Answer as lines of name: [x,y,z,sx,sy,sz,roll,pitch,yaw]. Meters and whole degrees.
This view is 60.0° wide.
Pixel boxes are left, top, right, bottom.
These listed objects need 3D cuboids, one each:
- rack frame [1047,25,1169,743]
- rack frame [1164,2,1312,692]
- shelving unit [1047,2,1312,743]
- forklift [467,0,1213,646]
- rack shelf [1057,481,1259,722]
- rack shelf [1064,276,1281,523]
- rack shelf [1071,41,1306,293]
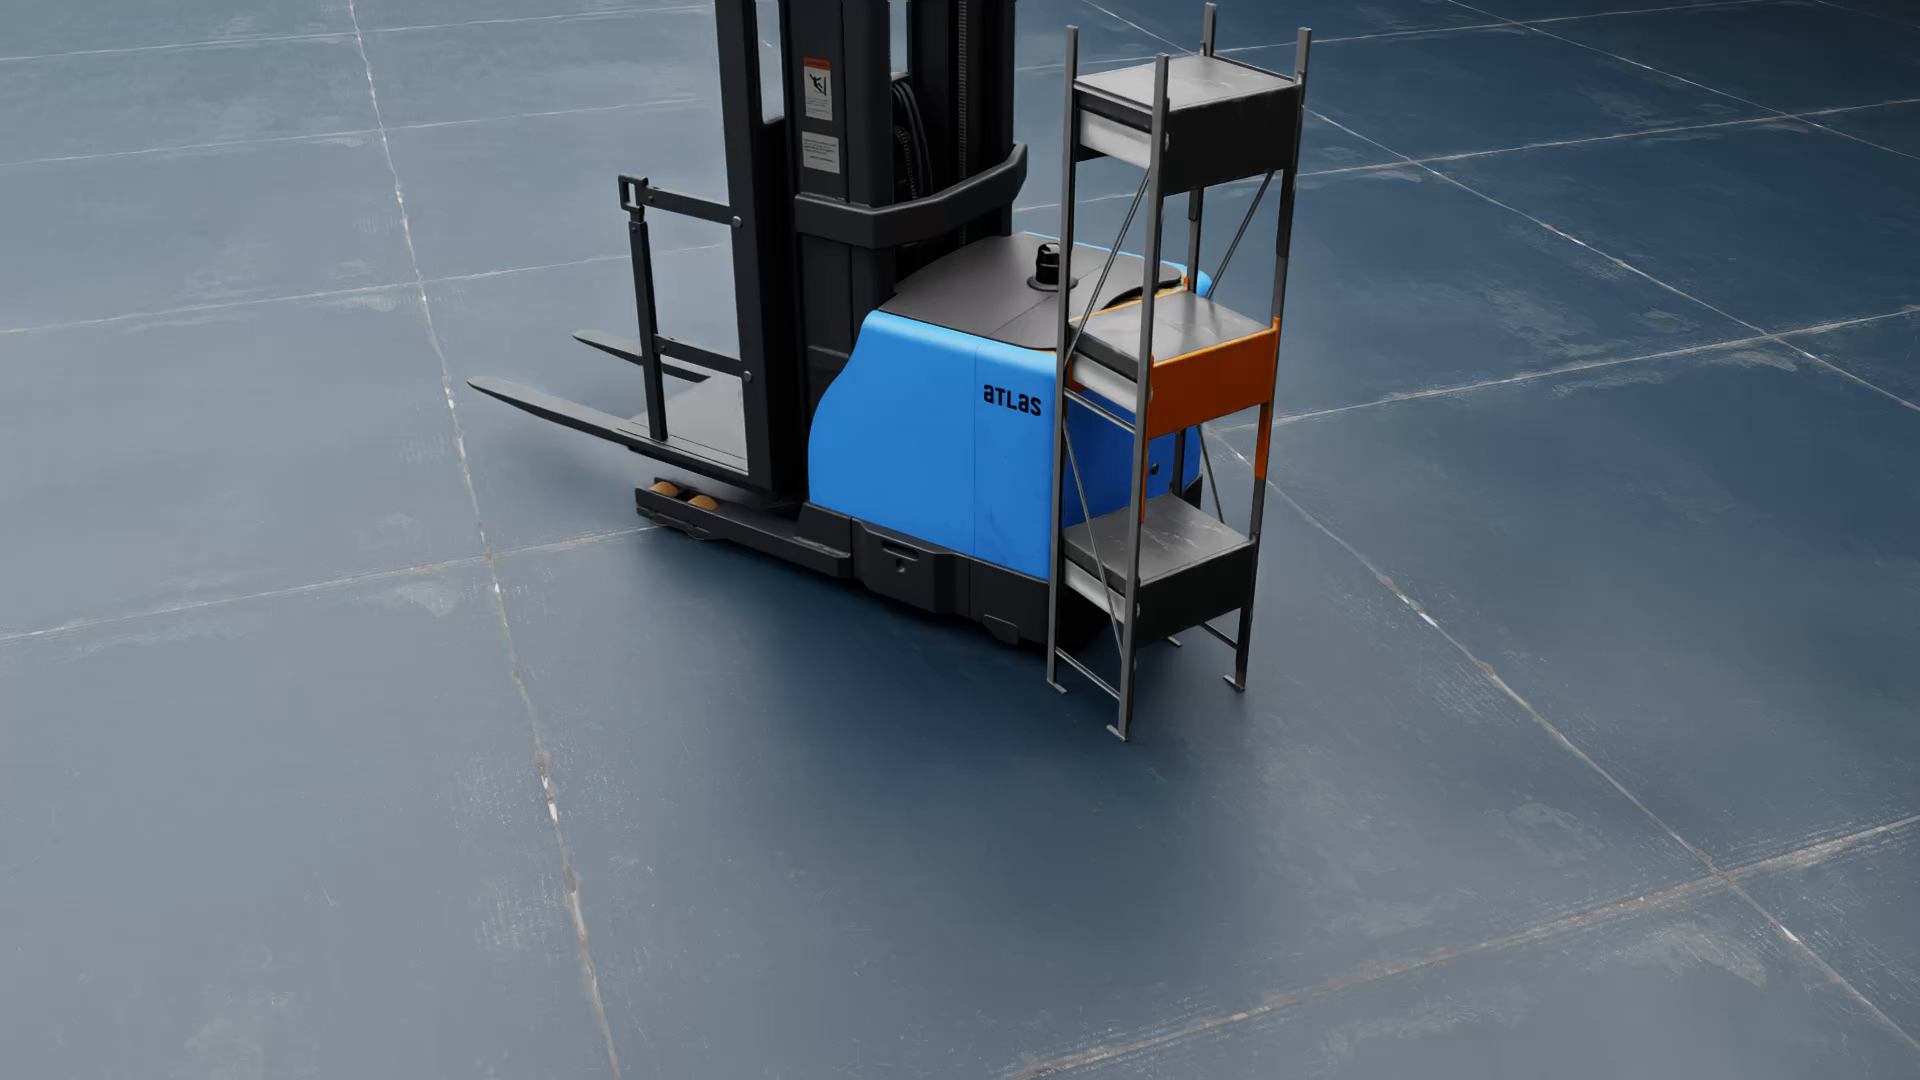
rack frame: [0.401,-0.367,4.773,0.015,2.100,0.400,-19,35,-29]
rack frame: [0.804,-0.504,5.012,0.015,2.100,0.400,-19,35,-29]
shelving unit: [0.602,-0.435,4.892,0.503,2.100,0.431,-19,35,-29]
forklift: [-0.625,-1.470,5.870,3.031,2.935,1.130,18,34,29]
rack shelf: [0.603,0.184,5.246,0.480,0.518,0.431,-19,35,-29]
rack shelf: [0.602,-0.424,4.899,0.480,0.518,0.431,-19,35,-29]
rack shelf: [0.601,-1.031,4.552,0.480,0.518,0.431,-19,35,-29]
